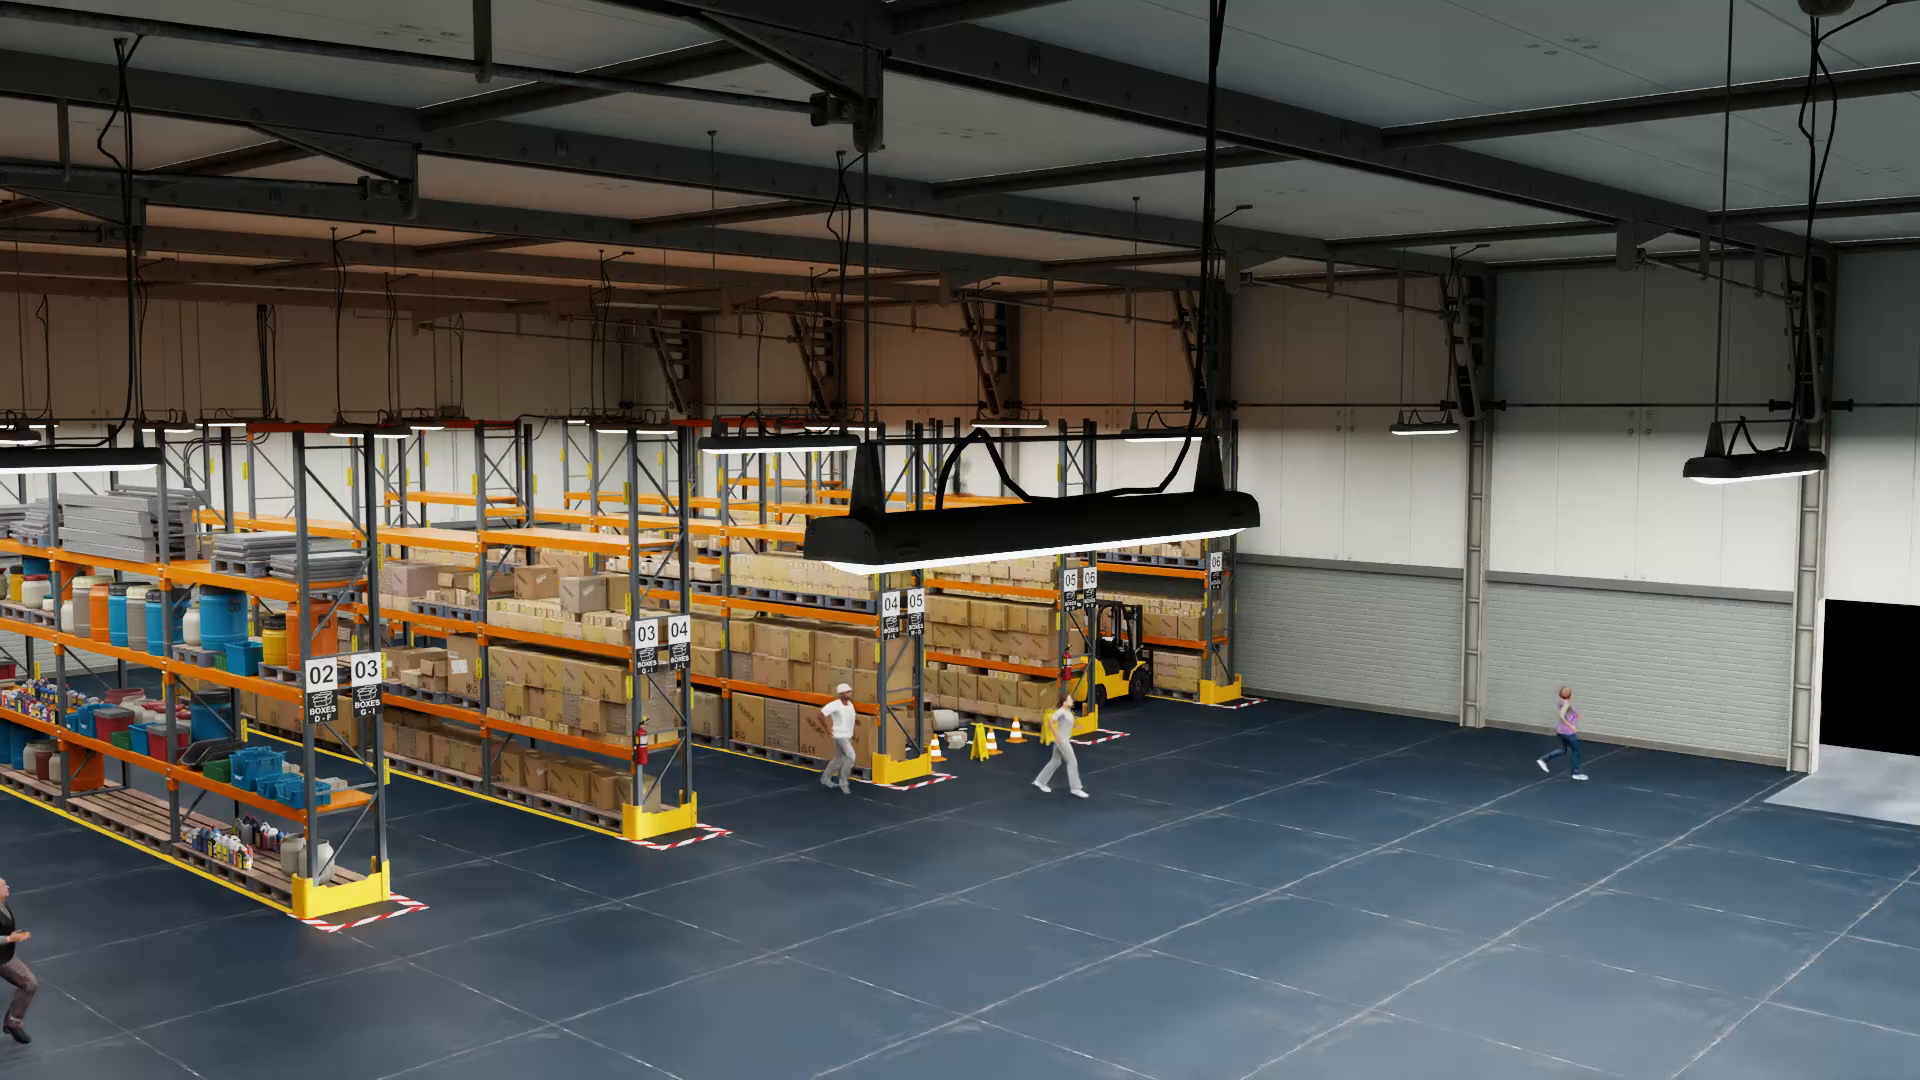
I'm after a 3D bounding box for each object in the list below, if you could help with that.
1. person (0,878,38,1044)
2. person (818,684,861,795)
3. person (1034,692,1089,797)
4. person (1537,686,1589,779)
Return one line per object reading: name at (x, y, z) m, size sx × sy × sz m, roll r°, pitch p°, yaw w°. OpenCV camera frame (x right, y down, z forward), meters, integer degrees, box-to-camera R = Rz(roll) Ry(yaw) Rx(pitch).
person at (-9.486, 4.151, 16.311) m, size 0.785 × 1.726 × 0.678 m, roll -1°, pitch 5°, yaw -7°
person at (-1.951, 3.251, 27.227) m, size 0.726 × 1.819 × 0.680 m, roll 2°, pitch 5°, yaw 25°
person at (1.635, 3.278, 26.809) m, size 0.895 × 1.684 × 0.558 m, roll 1°, pitch 5°, yaw 6°
person at (10.187, 3.292, 28.022) m, size 0.841 × 1.479 × 0.546 m, roll 0°, pitch 5°, yaw 2°
